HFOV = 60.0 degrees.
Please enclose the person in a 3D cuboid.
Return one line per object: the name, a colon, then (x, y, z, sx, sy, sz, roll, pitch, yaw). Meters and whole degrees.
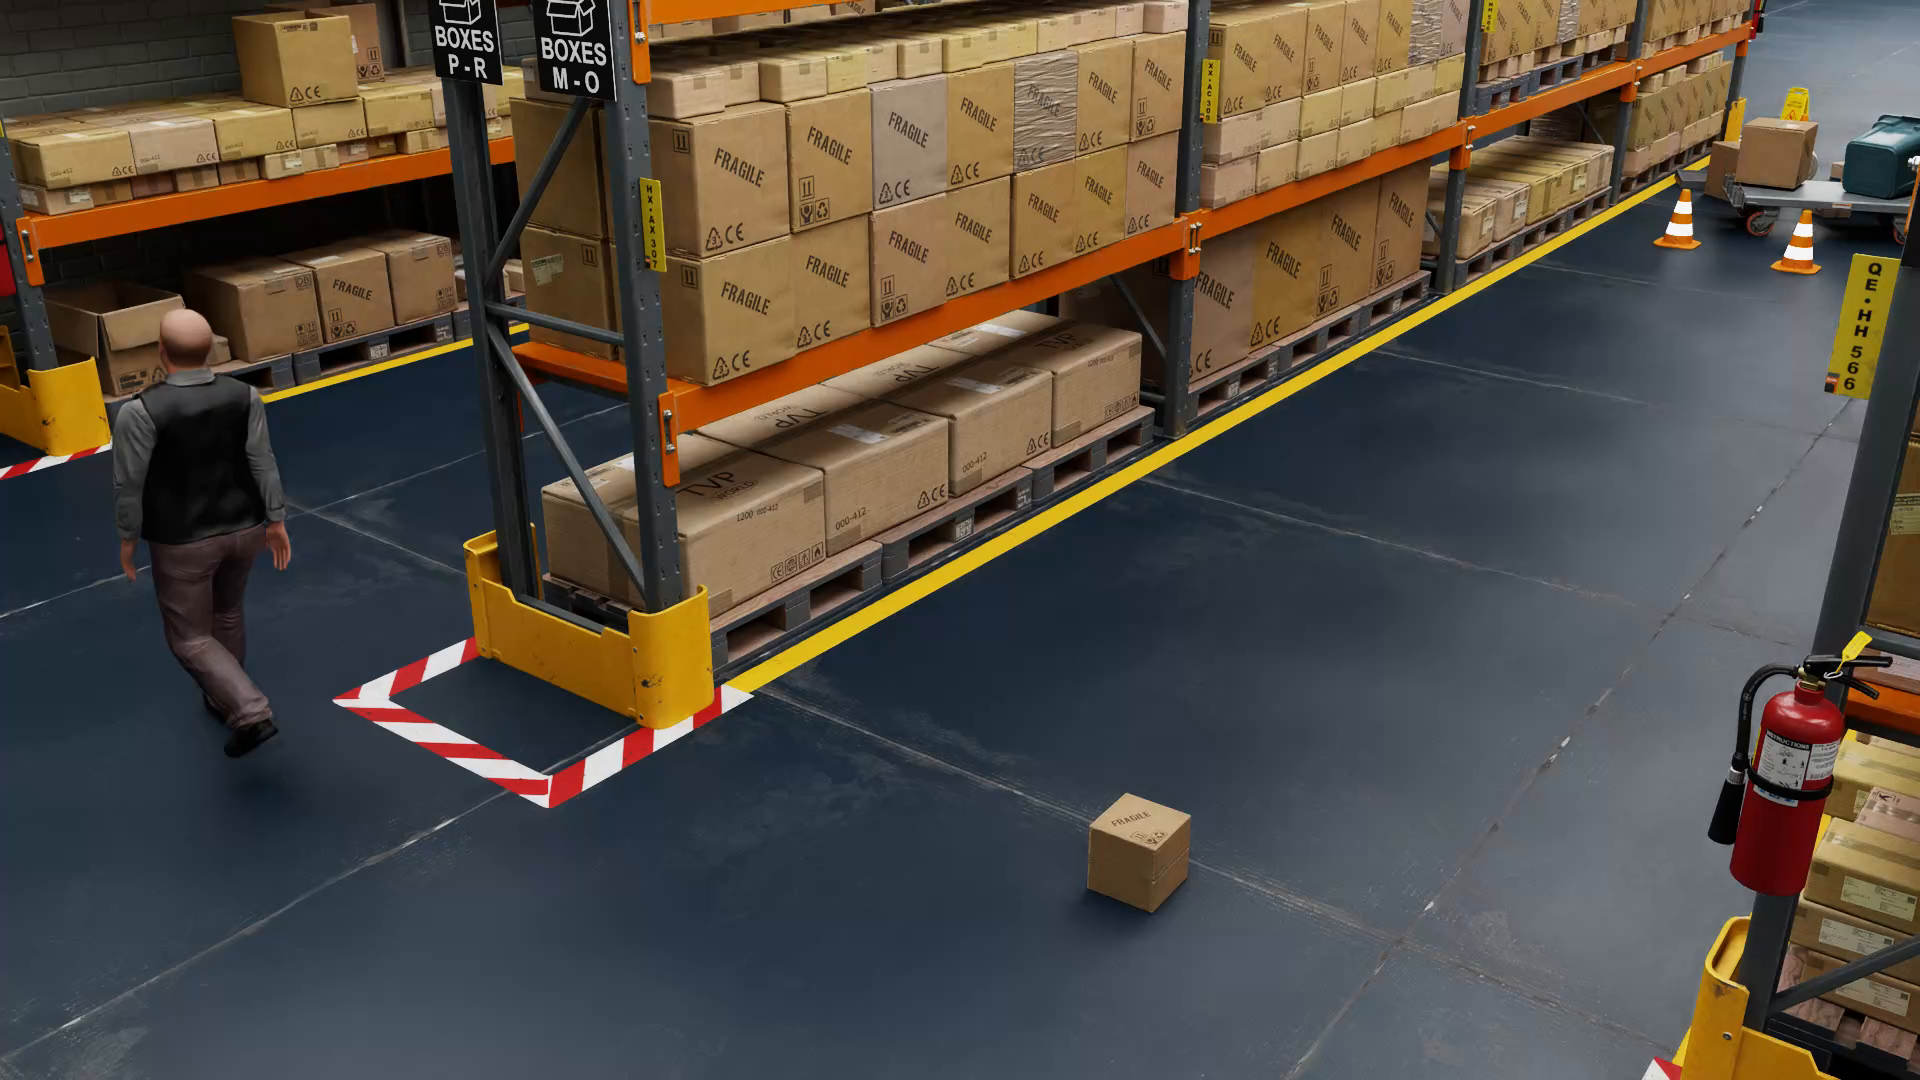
person: (-2.778, -0.010, 6.154, 0.869, 1.694, 0.562, 20, 30, 38)
